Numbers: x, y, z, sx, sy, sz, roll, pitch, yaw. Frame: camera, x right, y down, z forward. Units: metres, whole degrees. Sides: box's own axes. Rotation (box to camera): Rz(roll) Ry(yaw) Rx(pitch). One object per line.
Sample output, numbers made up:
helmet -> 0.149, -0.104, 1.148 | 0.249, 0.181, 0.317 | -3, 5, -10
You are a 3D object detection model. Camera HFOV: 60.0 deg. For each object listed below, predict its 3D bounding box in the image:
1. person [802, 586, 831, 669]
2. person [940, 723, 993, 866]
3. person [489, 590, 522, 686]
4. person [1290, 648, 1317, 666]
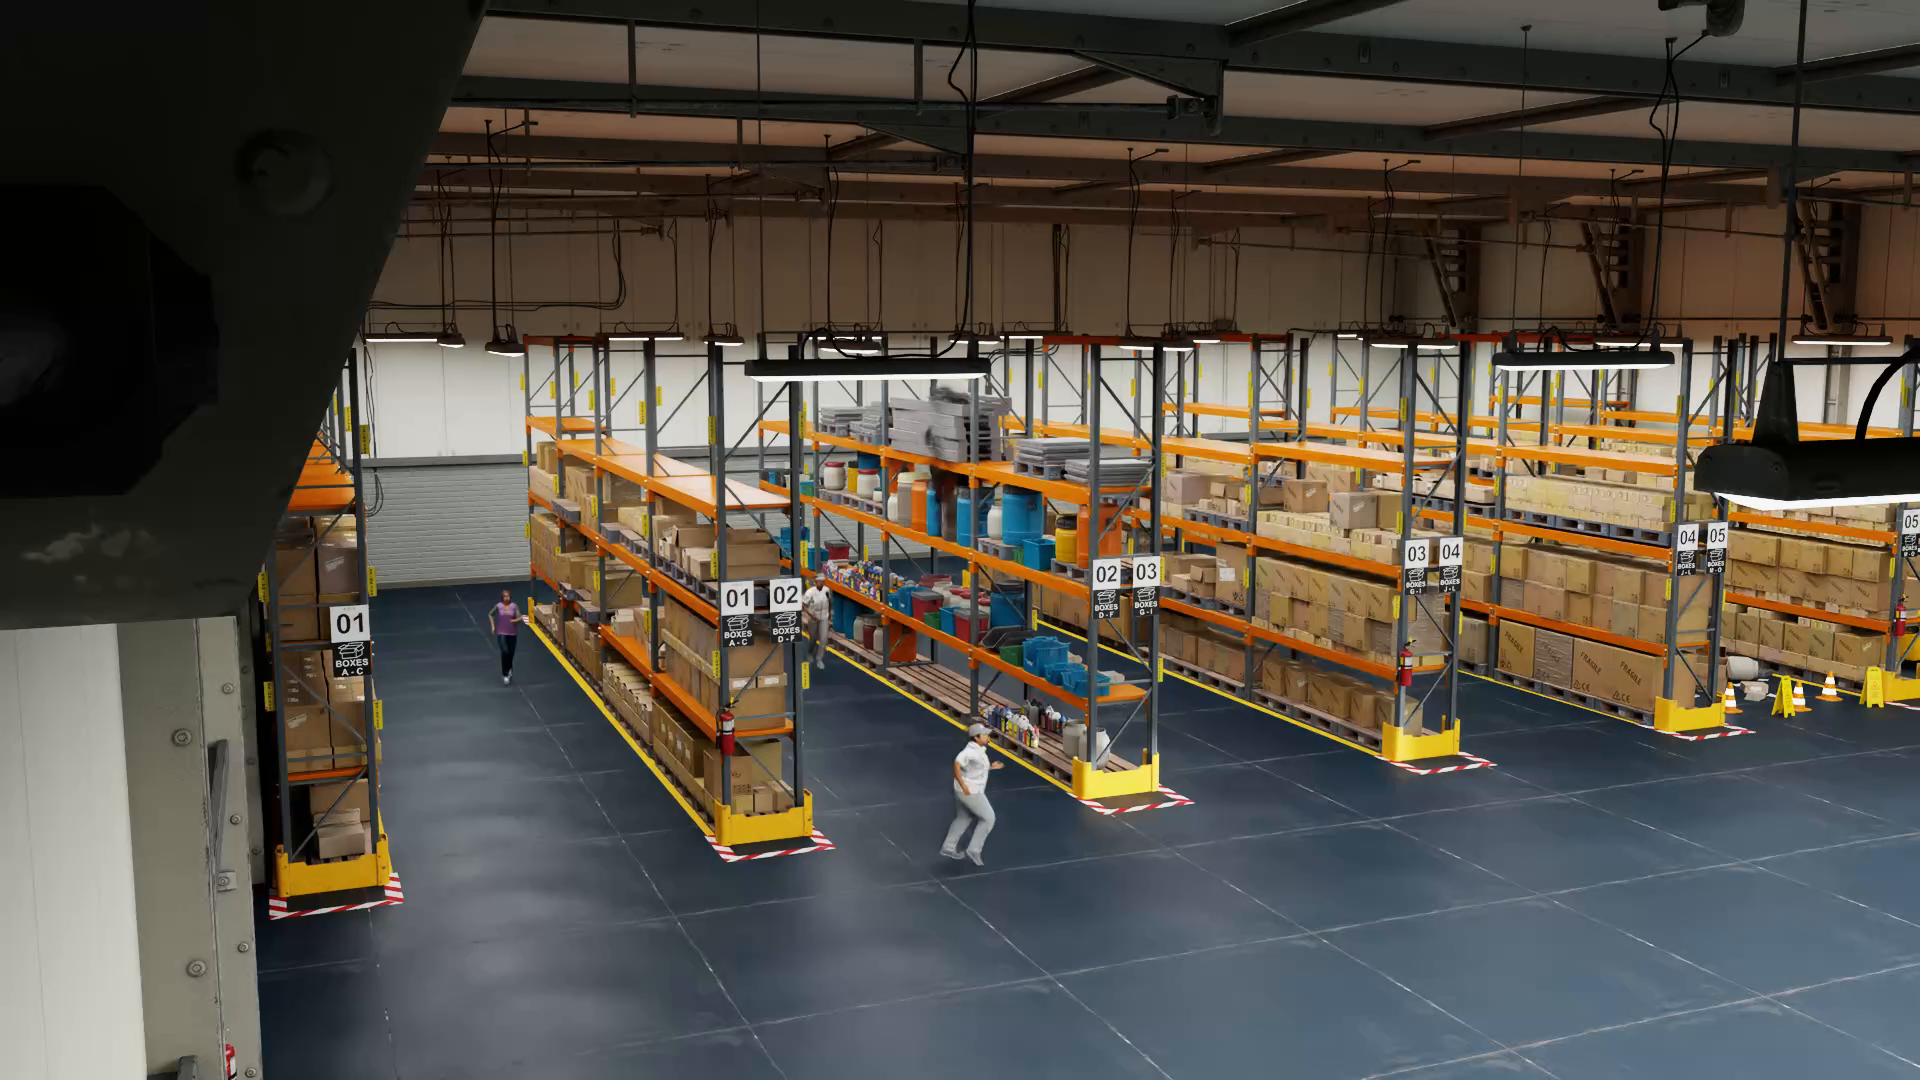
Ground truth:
person -> -2.497, 1.504, 29.196 | 0.559, 1.434, 0.804 | -4, 8, -25
person -> 0.076, 2.969, 19.364 | 0.605, 1.704, 0.574 | 0, 8, -1
person -> -7.920, 1.684, 29.026 | 0.496, 1.648, 0.728 | -4, 9, -28
person -> 6.336, 1.475, 30.403 | 0.678, 1.817, 0.808 | -5, 9, -32
